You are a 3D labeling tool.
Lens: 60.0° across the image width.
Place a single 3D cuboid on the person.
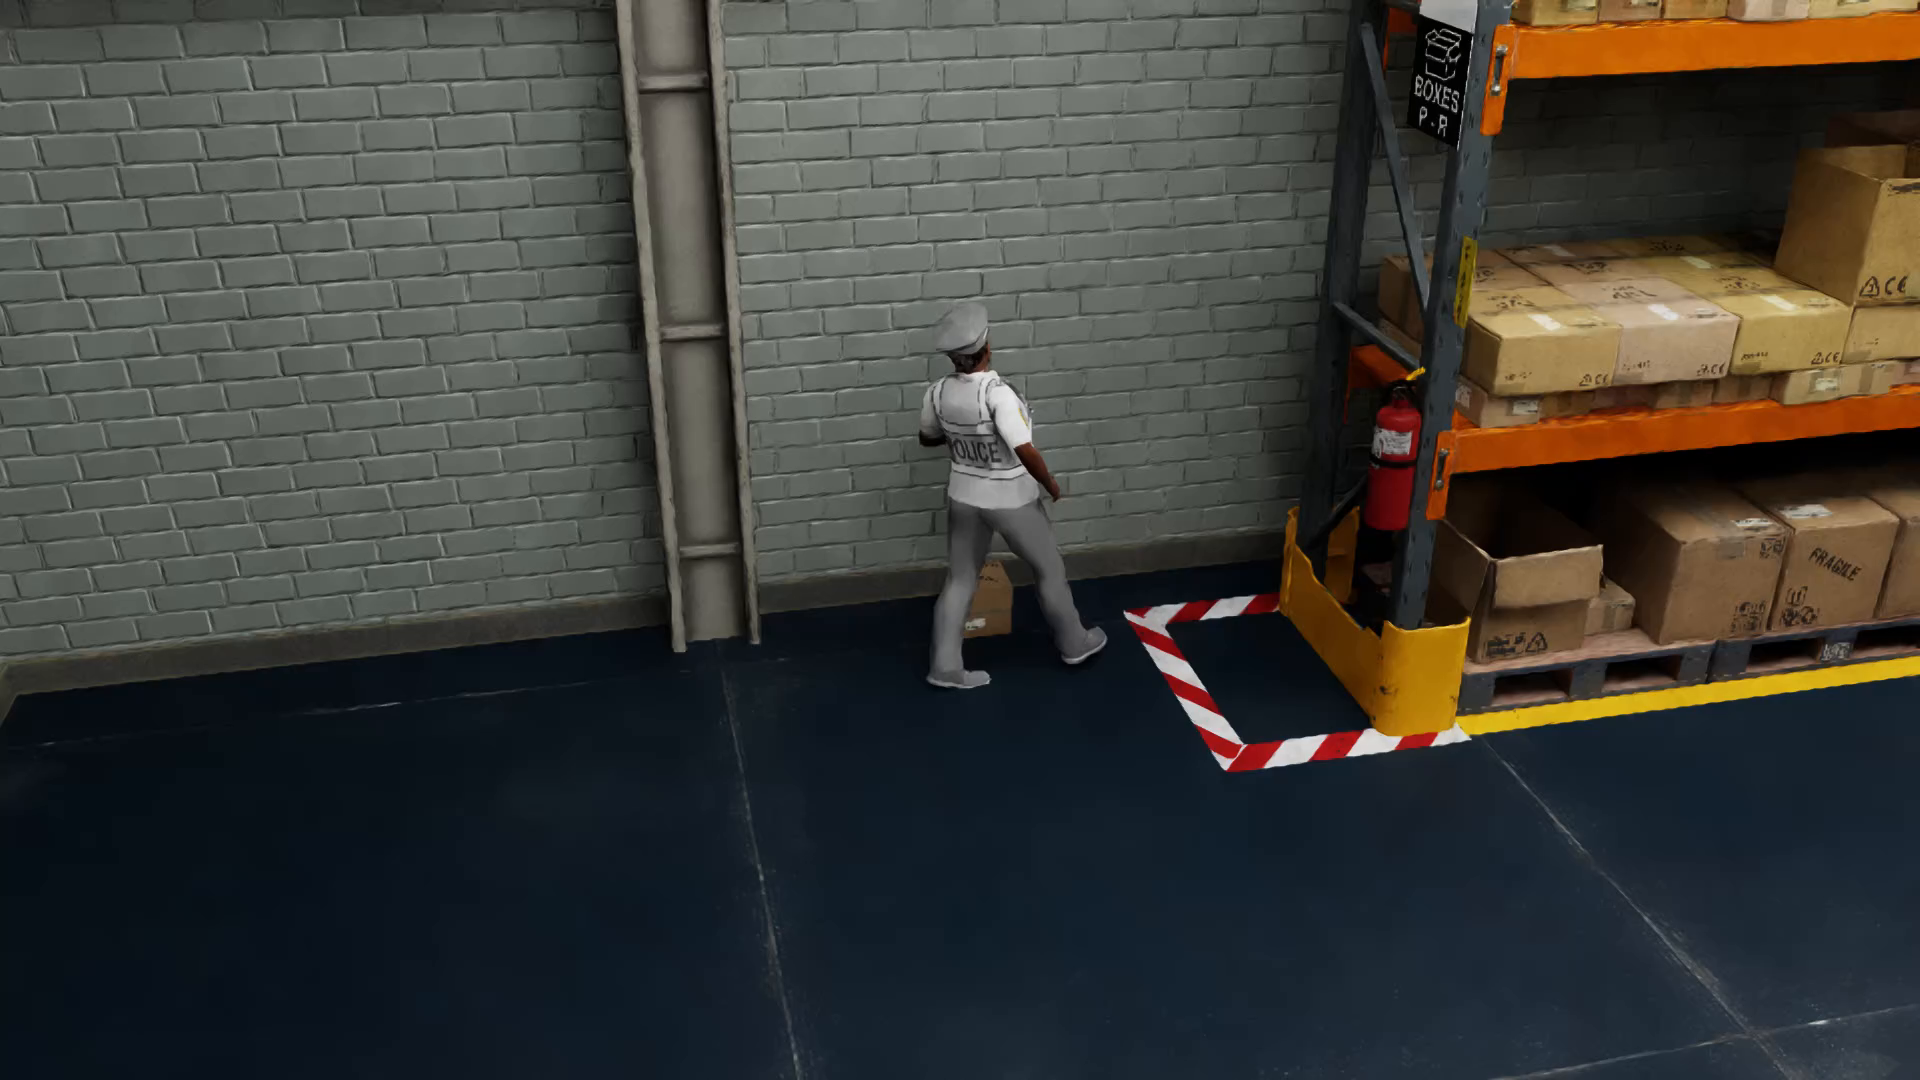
[{"bbox_3d":[0.197,-0.185,6.991,0.691,1.702,0.725,17,32,30],"label":"person"}]
